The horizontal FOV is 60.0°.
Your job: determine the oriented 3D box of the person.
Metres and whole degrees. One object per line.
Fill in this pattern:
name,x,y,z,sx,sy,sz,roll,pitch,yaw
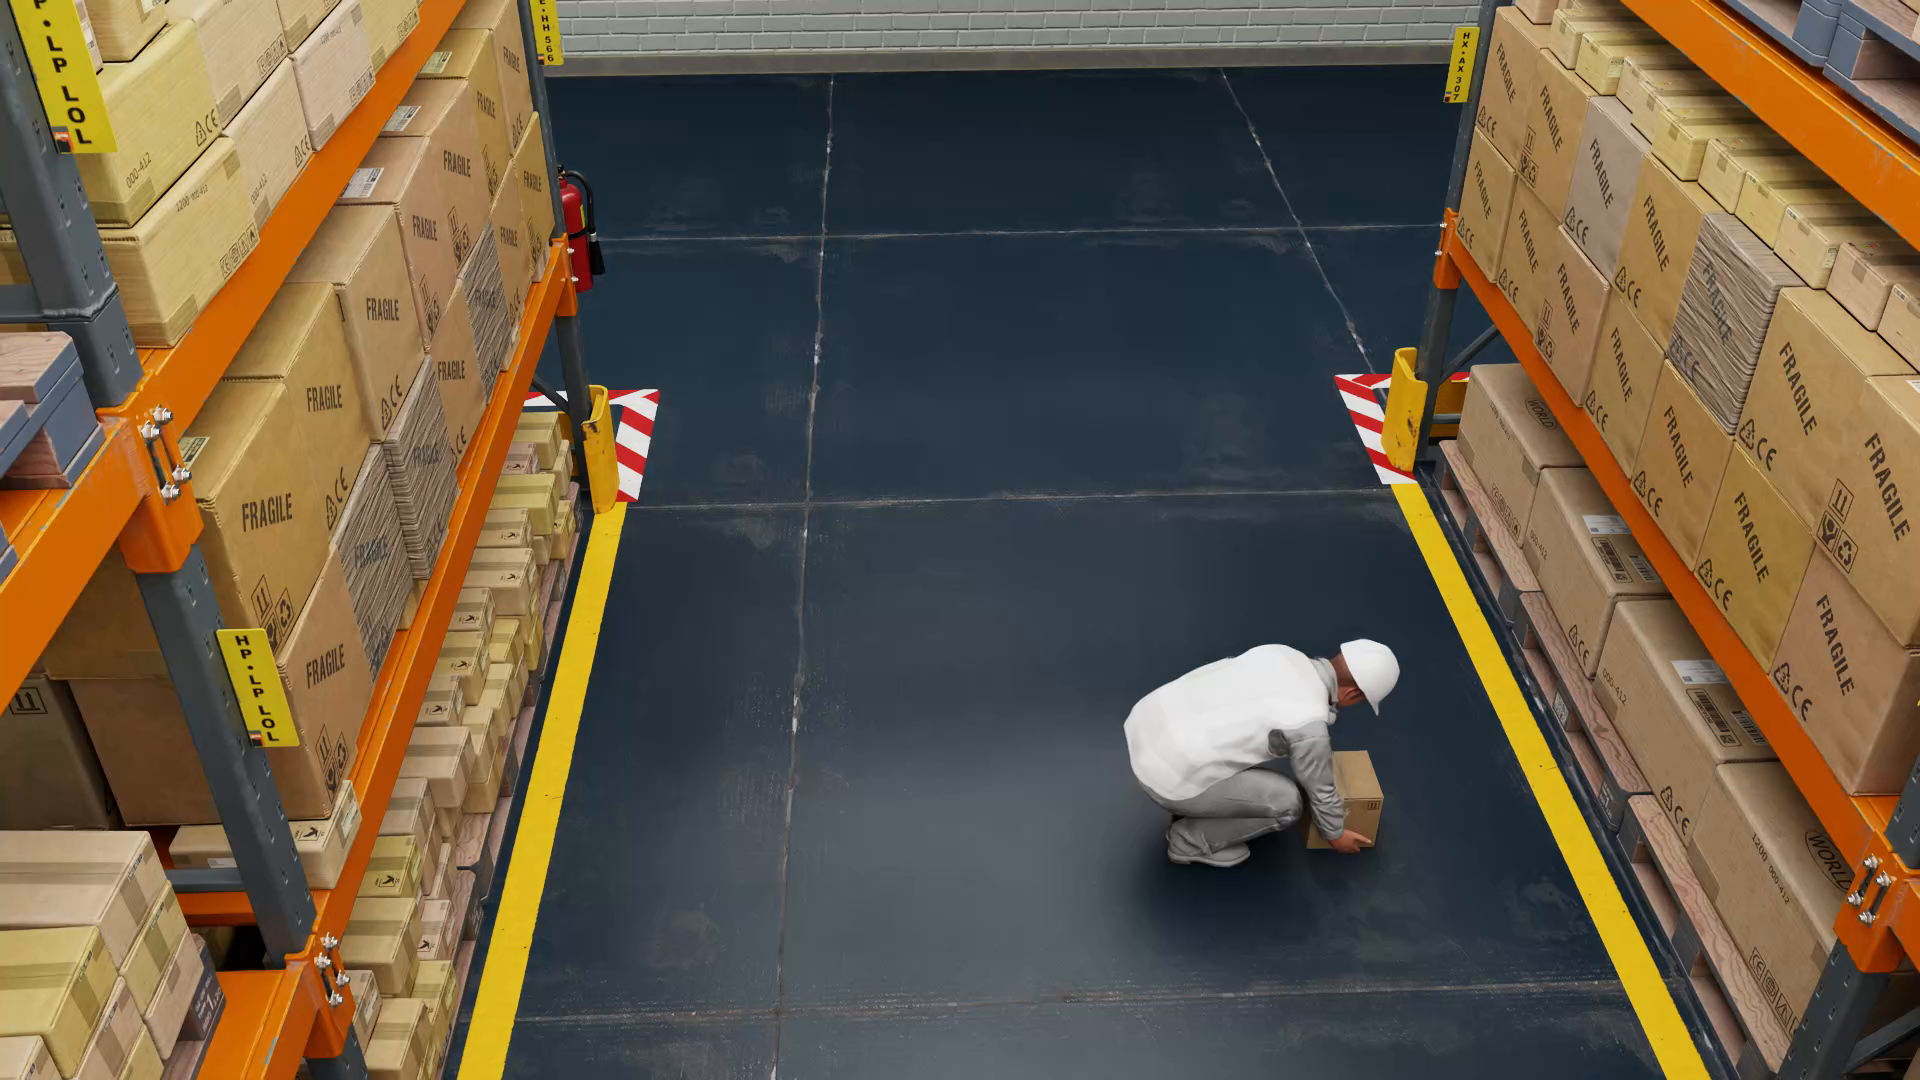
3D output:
person,1.063,0.755,5.939,0.945,0.858,0.519,-2,35,-2
